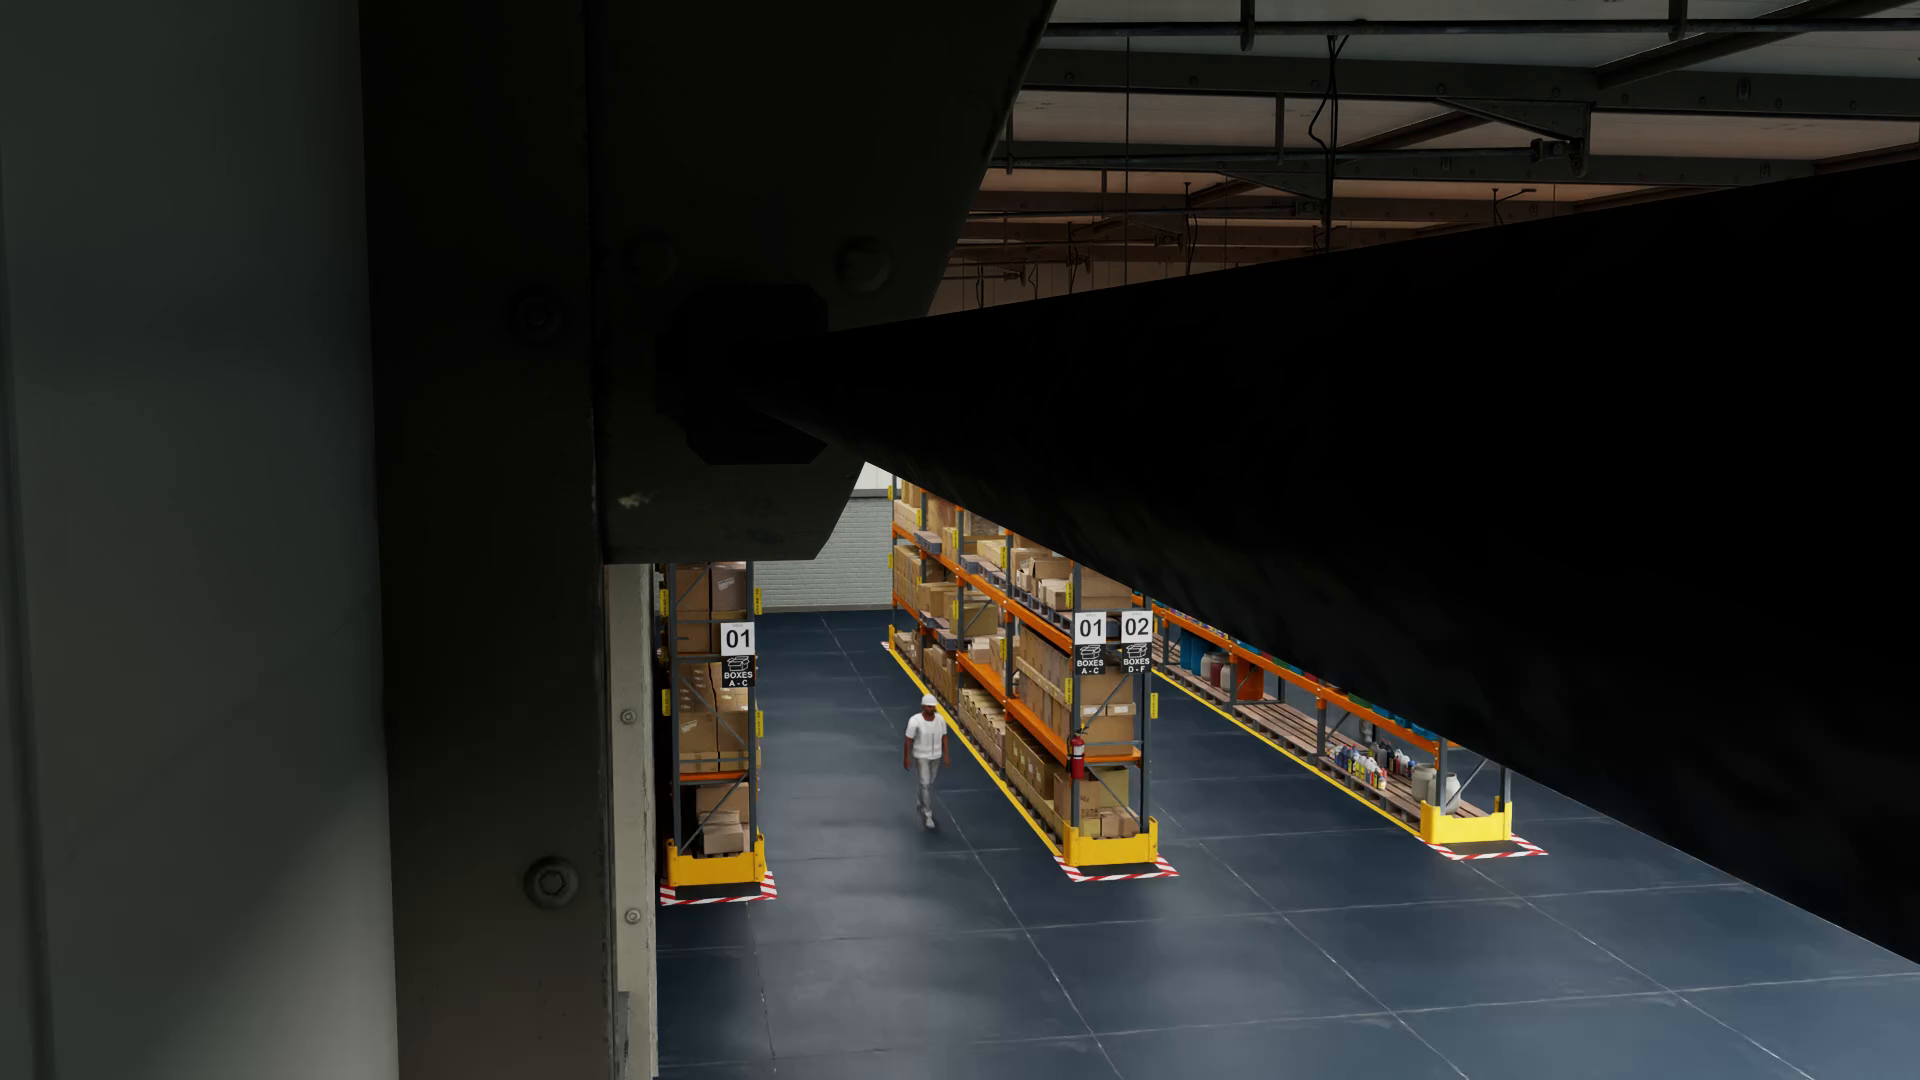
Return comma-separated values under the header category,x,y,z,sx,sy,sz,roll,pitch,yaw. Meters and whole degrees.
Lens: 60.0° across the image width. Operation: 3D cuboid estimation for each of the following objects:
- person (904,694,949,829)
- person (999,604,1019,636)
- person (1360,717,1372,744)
category,x,y,z,sx,sy,sz,roll,pitch,yaw
person,-0.417,2.990,22.848,0.595,1.748,0.862,-4,7,-33
person,1.055,1.683,35.495,0.500,1.611,1.082,-1,6,-14
person,6.852,2.460,27.797,0.582,1.798,0.656,-1,6,-10
